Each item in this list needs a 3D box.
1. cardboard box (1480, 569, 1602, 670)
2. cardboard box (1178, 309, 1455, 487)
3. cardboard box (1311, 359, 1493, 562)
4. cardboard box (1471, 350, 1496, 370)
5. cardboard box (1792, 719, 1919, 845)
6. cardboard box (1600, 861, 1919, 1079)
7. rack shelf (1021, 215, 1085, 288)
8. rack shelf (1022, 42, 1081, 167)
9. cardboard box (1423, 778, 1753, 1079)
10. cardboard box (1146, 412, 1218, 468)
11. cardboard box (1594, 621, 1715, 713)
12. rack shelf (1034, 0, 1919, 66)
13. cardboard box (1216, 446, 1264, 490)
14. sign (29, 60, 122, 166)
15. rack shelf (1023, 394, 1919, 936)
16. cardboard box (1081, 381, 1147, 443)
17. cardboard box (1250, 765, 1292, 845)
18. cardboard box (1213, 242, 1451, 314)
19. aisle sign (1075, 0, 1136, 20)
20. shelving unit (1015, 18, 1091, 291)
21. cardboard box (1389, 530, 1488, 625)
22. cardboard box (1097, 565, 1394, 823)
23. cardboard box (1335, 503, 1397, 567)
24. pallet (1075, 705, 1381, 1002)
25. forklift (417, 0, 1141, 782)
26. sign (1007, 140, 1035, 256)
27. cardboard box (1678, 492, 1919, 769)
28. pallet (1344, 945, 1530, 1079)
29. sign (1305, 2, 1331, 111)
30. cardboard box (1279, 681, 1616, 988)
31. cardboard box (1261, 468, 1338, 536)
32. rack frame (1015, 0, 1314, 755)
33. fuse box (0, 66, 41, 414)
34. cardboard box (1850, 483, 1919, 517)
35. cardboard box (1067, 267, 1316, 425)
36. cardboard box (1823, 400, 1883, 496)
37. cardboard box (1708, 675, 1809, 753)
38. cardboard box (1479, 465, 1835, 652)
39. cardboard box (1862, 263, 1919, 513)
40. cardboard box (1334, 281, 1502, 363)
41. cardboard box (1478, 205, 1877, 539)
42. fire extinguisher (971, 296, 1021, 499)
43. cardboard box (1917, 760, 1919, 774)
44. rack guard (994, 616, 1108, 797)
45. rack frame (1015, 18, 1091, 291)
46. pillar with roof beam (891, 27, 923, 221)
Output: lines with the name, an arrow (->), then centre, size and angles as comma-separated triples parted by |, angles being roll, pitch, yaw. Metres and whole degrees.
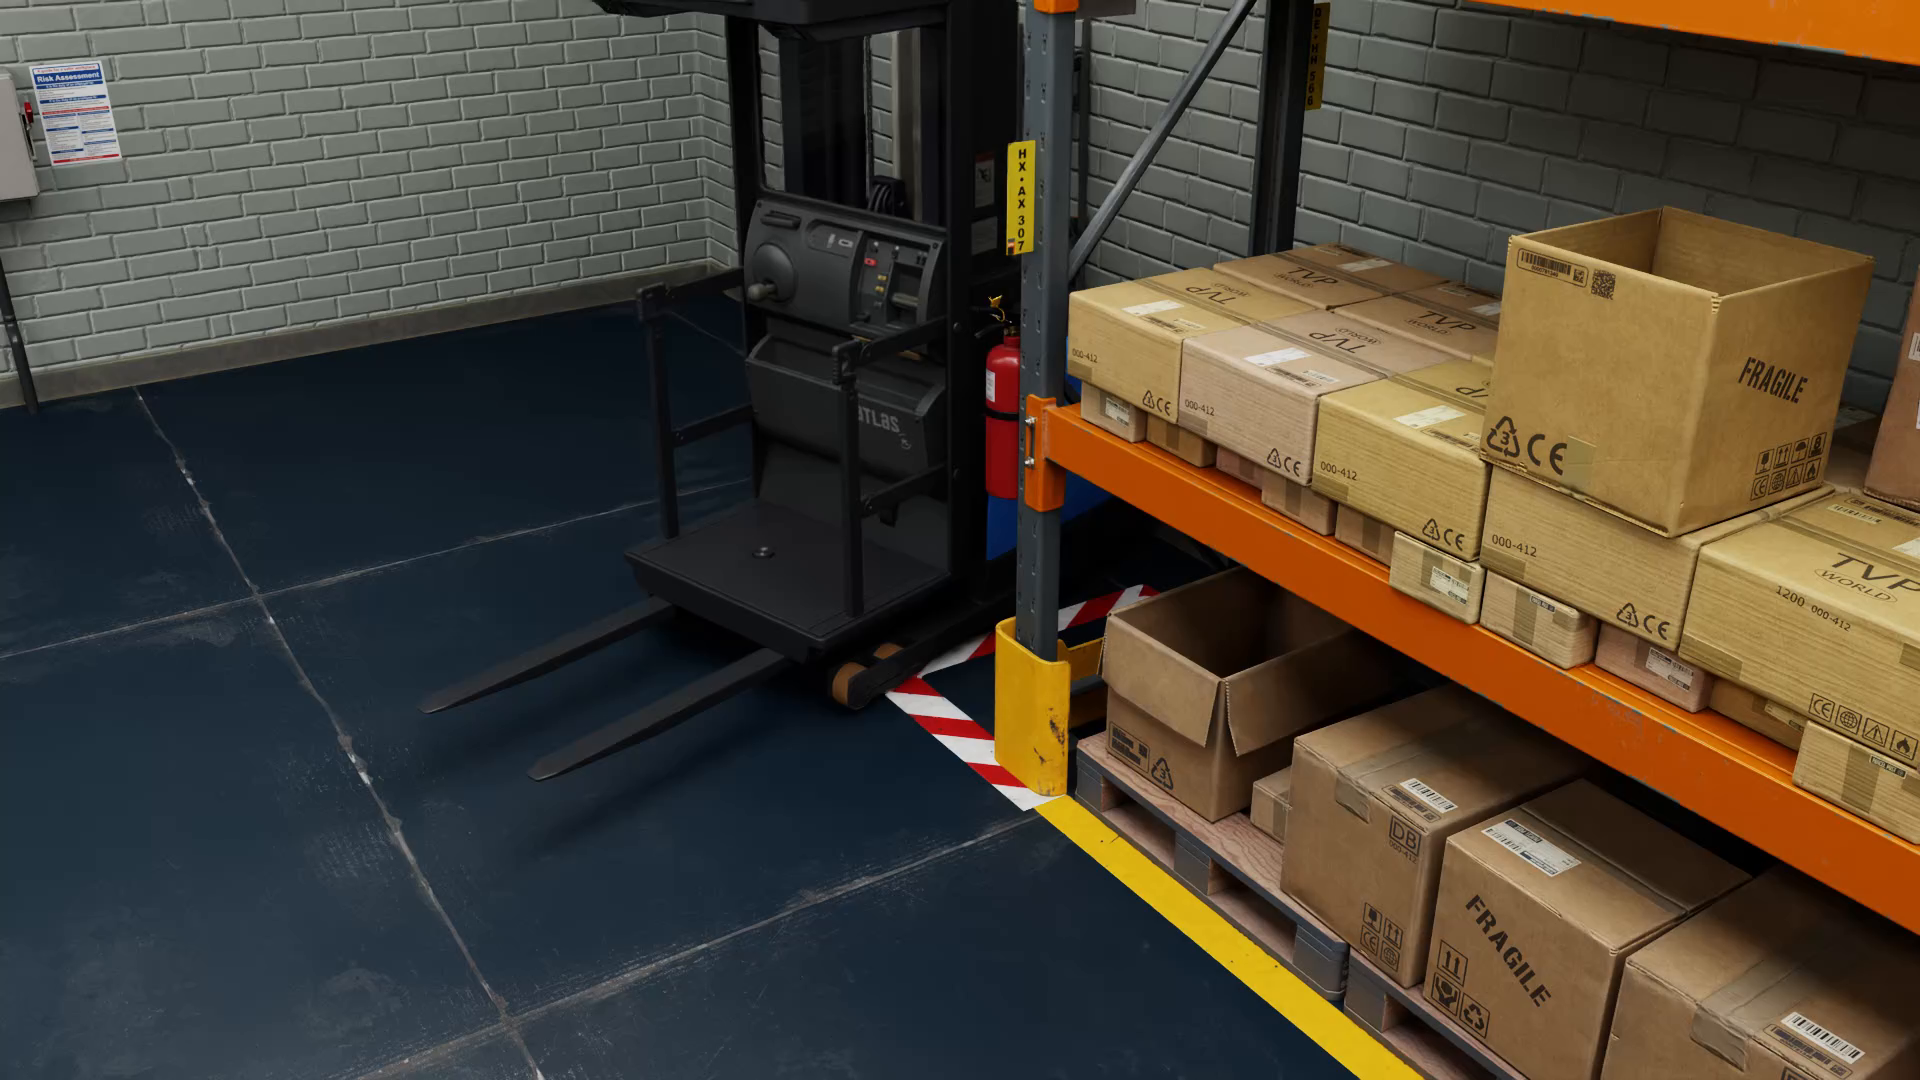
cardboard box -> 1.406, 0.131, 3.754 | 0.380, 0.149, 0.250 | -15, 29, -28
cardboard box -> 0.931, -0.387, 4.384 | 0.500, 0.250, 0.500 | -15, 29, -29
cardboard box -> 1.211, -0.207, 4.002 | 0.500, 0.250, 0.500 | -16, 30, -31
cardboard box -> 1.654, -0.327, 4.257 | 0.500, 0.250, 0.500 | -15, 29, -28
cardboard box -> 1.826, 0.403, 3.178 | 0.380, 0.149, 0.250 | -16, 30, -30
cardboard box -> 1.889, 1.141, 3.755 | 0.700, 0.500, 0.500 | -17, 30, -31
rack shelf -> 0.234, -1.214, 7.363 | 0.431, 0.518, 0.480 | -18, 29, -34
rack shelf -> 0.230, -1.857, 7.085 | 0.431, 0.518, 0.480 | -18, 29, -34
cardboard box -> 1.527, 0.982, 4.091 | 0.500, 0.500, 0.500 | -15, 29, -29
cardboard box -> 0.761, -0.351, 4.774 | 0.380, 0.149, 0.250 | -15, 29, -28
cardboard box -> 1.605, 0.207, 3.592 | 0.380, 0.149, 0.250 | -16, 29, -30
rack shelf -> 1.726, -1.042, 3.272 | 1.077, 0.370, 4.000 | -16, 29, -30
cardboard box -> 0.934, -0.265, 4.592 | 0.380, 0.149, 0.250 | -16, 30, -30
sign -> -4.480, -2.163, 8.429 | 0.329, 0.494, 0.001 | -16, 29, -30
rack shelf -> 1.726, 0.315, 3.913 | 1.077, 0.370, 4.000 | -16, 29, -30
cardboard box -> 0.584, -0.431, 4.944 | 0.380, 0.149, 0.250 | -16, 30, -30
cardboard box -> 1.088, 0.775, 4.942 | 0.380, 0.149, 0.250 | -17, 30, -32
cardboard box -> 1.107, -0.690, 5.025 | 0.500, 0.250, 0.500 | -15, 29, -28
aisle sign -> 0.351, -1.858, 4.626 | 0.394, 0.787, 0.004 | -16, 29, -30
shelving unit -> 0.234, -1.227, 7.358 | 0.431, 2.100, 0.503 | -18, 29, -34
cardboard box -> 1.245, 0.041, 3.943 | 0.380, 0.149, 0.250 | -16, 30, -31
cardboard box -> 0.888, 0.454, 5.208 | 0.797, 0.503, 0.637 | -17, 30, -32
cardboard box -> 1.170, -0.067, 4.172 | 0.380, 0.149, 0.250 | -15, 29, -29
pallet -> 1.111, 0.847, 5.209 | 1.003, 0.211, 1.213 | -16, 29, -30
forklift -> -0.571, -0.960, 5.851 | 1.130, 2.935, 3.031 | 20, 32, 36
sign -> 0.179, -0.991, 4.822 | 0.100, 0.325, 0.005 | -16, 29, -30
cardboard box -> 1.788, 0.155, 3.234 | 0.500, 0.250, 0.500 | -16, 30, -30
pallet -> 1.773, 1.283, 4.285 | 1.003, 0.211, 1.213 | -16, 29, -30
sign -> 1.110, -1.515, 5.219 | 0.100, 0.325, 0.005 | -16, 29, -30
cardboard box -> 1.323, 0.770, 4.541 | 0.700, 0.500, 0.500 | -14, 29, -27
cardboard box -> 1.020, -0.160, 4.370 | 0.380, 0.149, 0.250 | -15, 29, -28
rack frame -> 0.634, -0.726, 5.274 | 1.000, 3.000, 0.127 | -16, 29, -30
fuse box -> -4.781, -1.434, 8.284 | 0.539, 1.711, 0.414 | -16, 29, -30
cardboard box -> 2.214, 0.035, 3.489 | 0.500, 0.250, 0.500 | -15, 29, -28
cardboard box -> 0.656, -0.568, 4.766 | 0.500, 0.250, 0.500 | -15, 29, -29
cardboard box -> 1.940, -0.140, 3.860 | 0.500, 0.250, 0.500 | -16, 29, -30
cardboard box -> 1.779, 0.284, 3.428 | 0.380, 0.149, 0.250 | -15, 29, -29
cardboard box -> 1.508, -0.029, 3.625 | 0.500, 0.250, 0.500 | -16, 30, -31
cardboard box -> 2.228, -0.296, 3.312 | 0.500, 0.500, 0.500 | -16, 30, -31
cardboard box -> 1.388, -0.505, 4.634 | 0.500, 0.250, 0.500 | -15, 29, -29
cardboard box -> 1.475, -0.370, 3.470 | 0.500, 0.500, 0.500 | -15, 29, -28
fire extinguisher -> 0.166, -0.467, 5.254 | 0.296, 0.674, 0.183 | -16, 29, -30
cardboard box -> 2.049, 0.337, 2.850 | 0.500, 0.250, 0.500 | -15, 29, -29
rack guard -> 0.675, 0.431, 5.750 | 1.175, 0.500, 0.348 | -16, 29, -30
rack frame -> 0.384, -1.151, 7.181 | 0.400, 2.100, 0.015 | -18, 29, -34
pillar with roof beam -> -3.690, -3.610, 4.356 | 9.100, 9.000, 0.400 | -16, 29, -30
